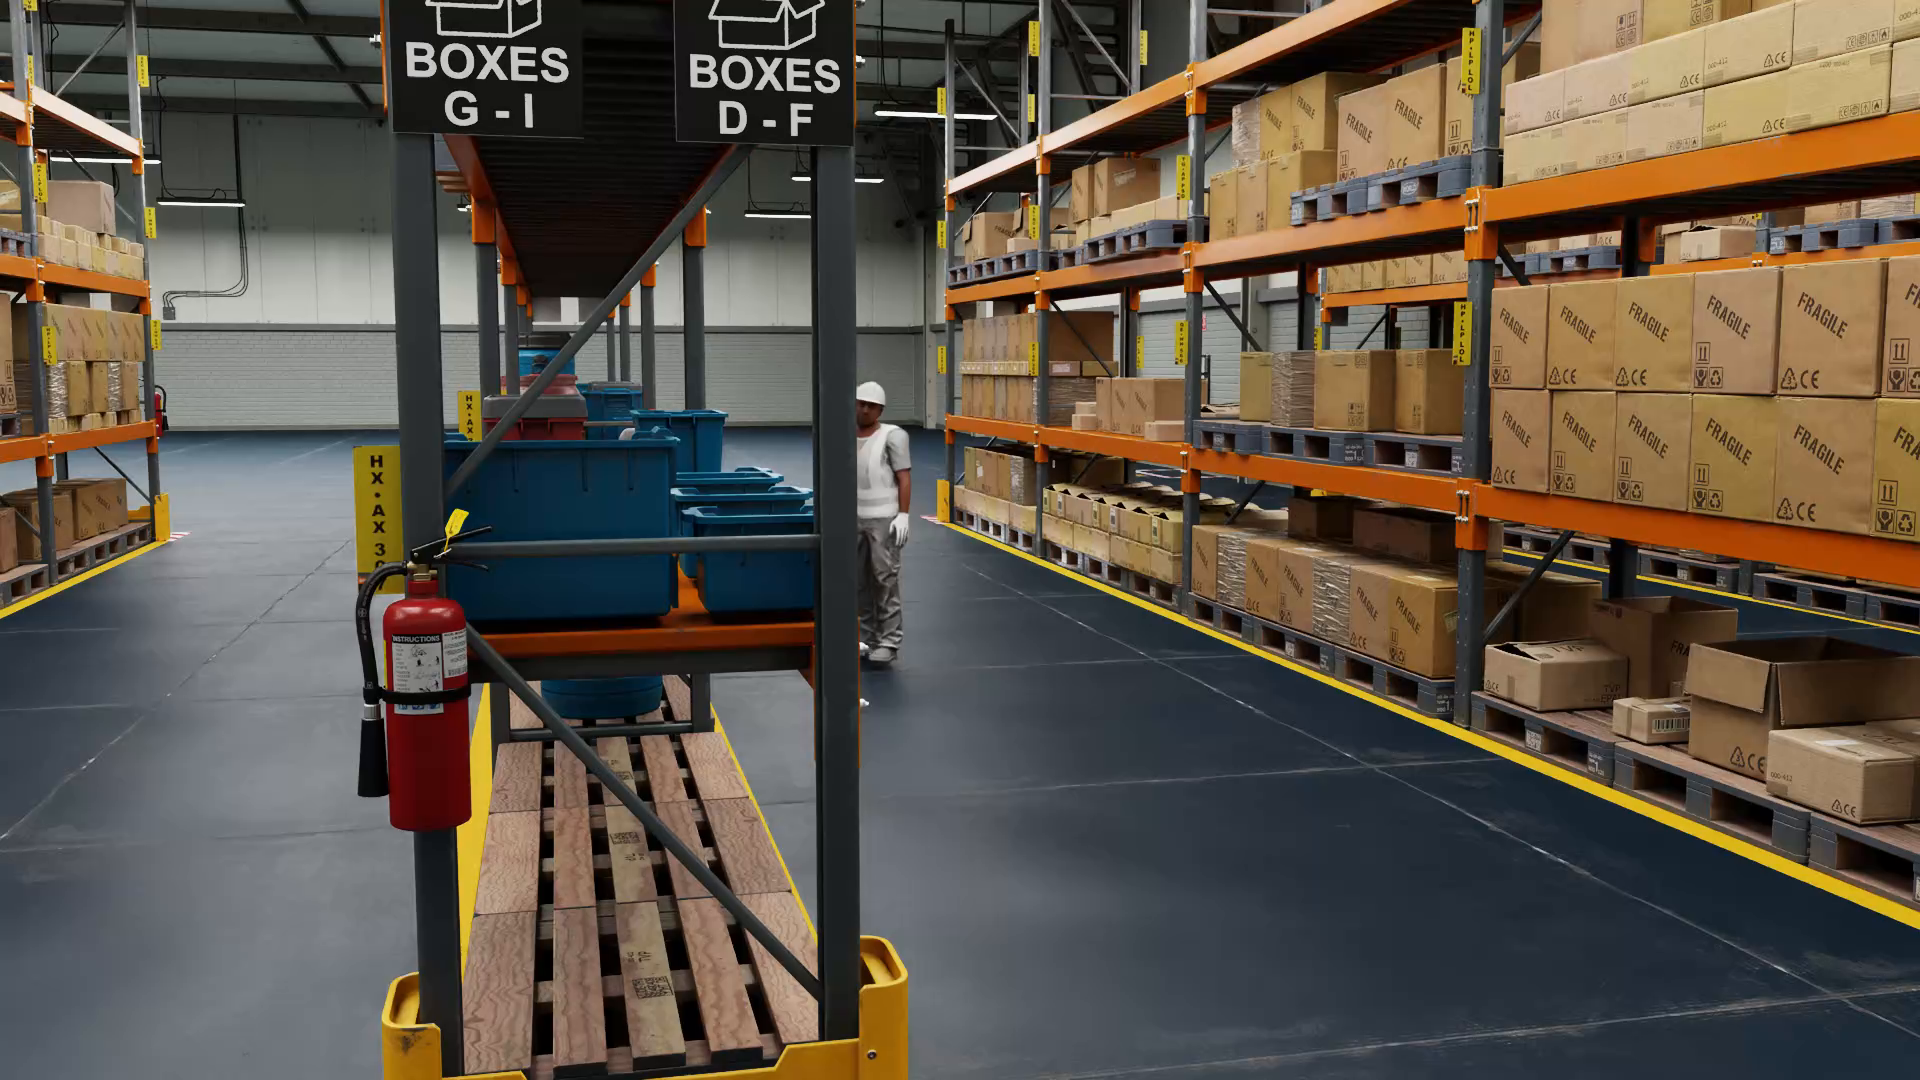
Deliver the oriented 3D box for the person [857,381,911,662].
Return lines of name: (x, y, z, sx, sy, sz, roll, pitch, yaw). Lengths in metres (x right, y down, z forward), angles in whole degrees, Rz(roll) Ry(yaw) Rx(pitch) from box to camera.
person: (-0.576, -0.122, 10.669, 0.615, 1.784, 0.446, 5, 8, 37)
